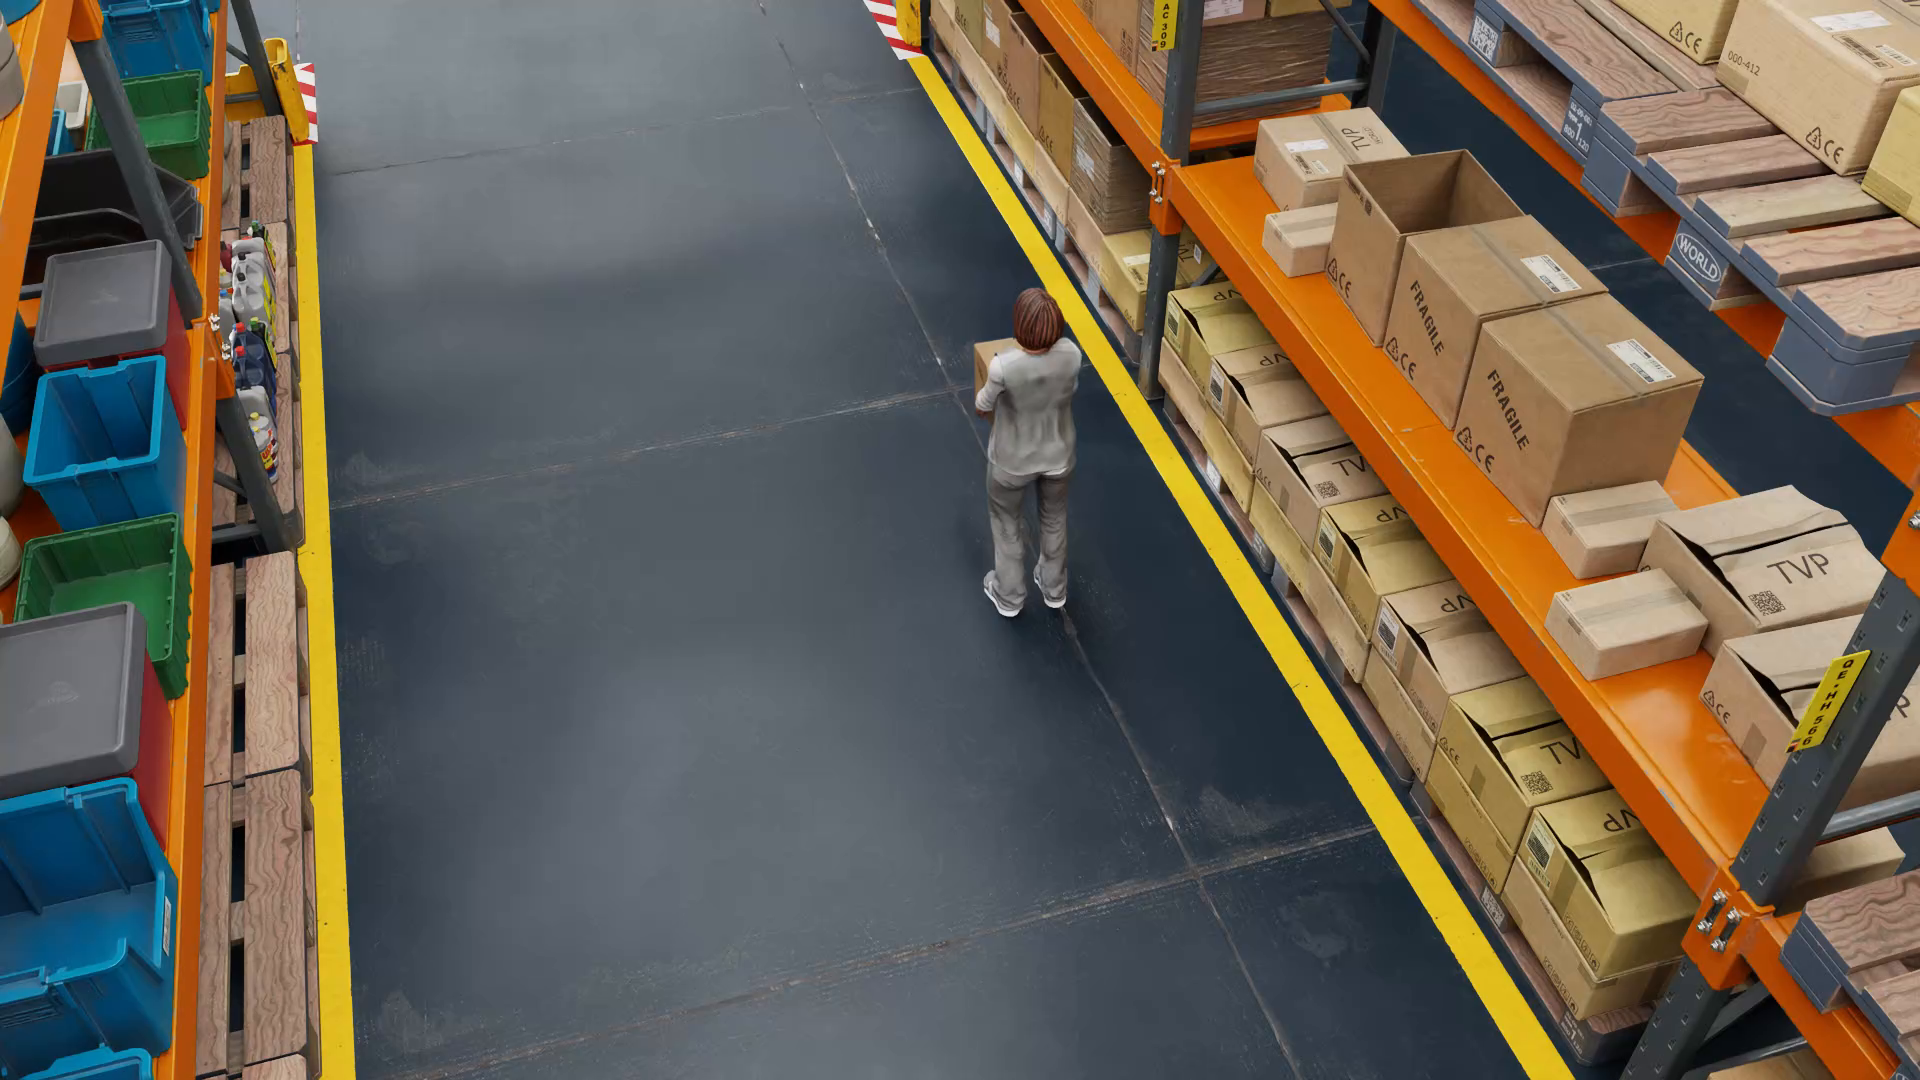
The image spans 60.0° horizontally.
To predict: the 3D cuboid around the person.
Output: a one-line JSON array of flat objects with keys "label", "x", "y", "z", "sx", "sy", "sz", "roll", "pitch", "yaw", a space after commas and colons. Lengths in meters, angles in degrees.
[{"label": "person", "x": 0.258, "y": -0.353, "z": 6.626, "sx": 0.404, "sy": 1.495, "sz": 0.494, "roll": -11, "pitch": 44, "yaw": -11}]
